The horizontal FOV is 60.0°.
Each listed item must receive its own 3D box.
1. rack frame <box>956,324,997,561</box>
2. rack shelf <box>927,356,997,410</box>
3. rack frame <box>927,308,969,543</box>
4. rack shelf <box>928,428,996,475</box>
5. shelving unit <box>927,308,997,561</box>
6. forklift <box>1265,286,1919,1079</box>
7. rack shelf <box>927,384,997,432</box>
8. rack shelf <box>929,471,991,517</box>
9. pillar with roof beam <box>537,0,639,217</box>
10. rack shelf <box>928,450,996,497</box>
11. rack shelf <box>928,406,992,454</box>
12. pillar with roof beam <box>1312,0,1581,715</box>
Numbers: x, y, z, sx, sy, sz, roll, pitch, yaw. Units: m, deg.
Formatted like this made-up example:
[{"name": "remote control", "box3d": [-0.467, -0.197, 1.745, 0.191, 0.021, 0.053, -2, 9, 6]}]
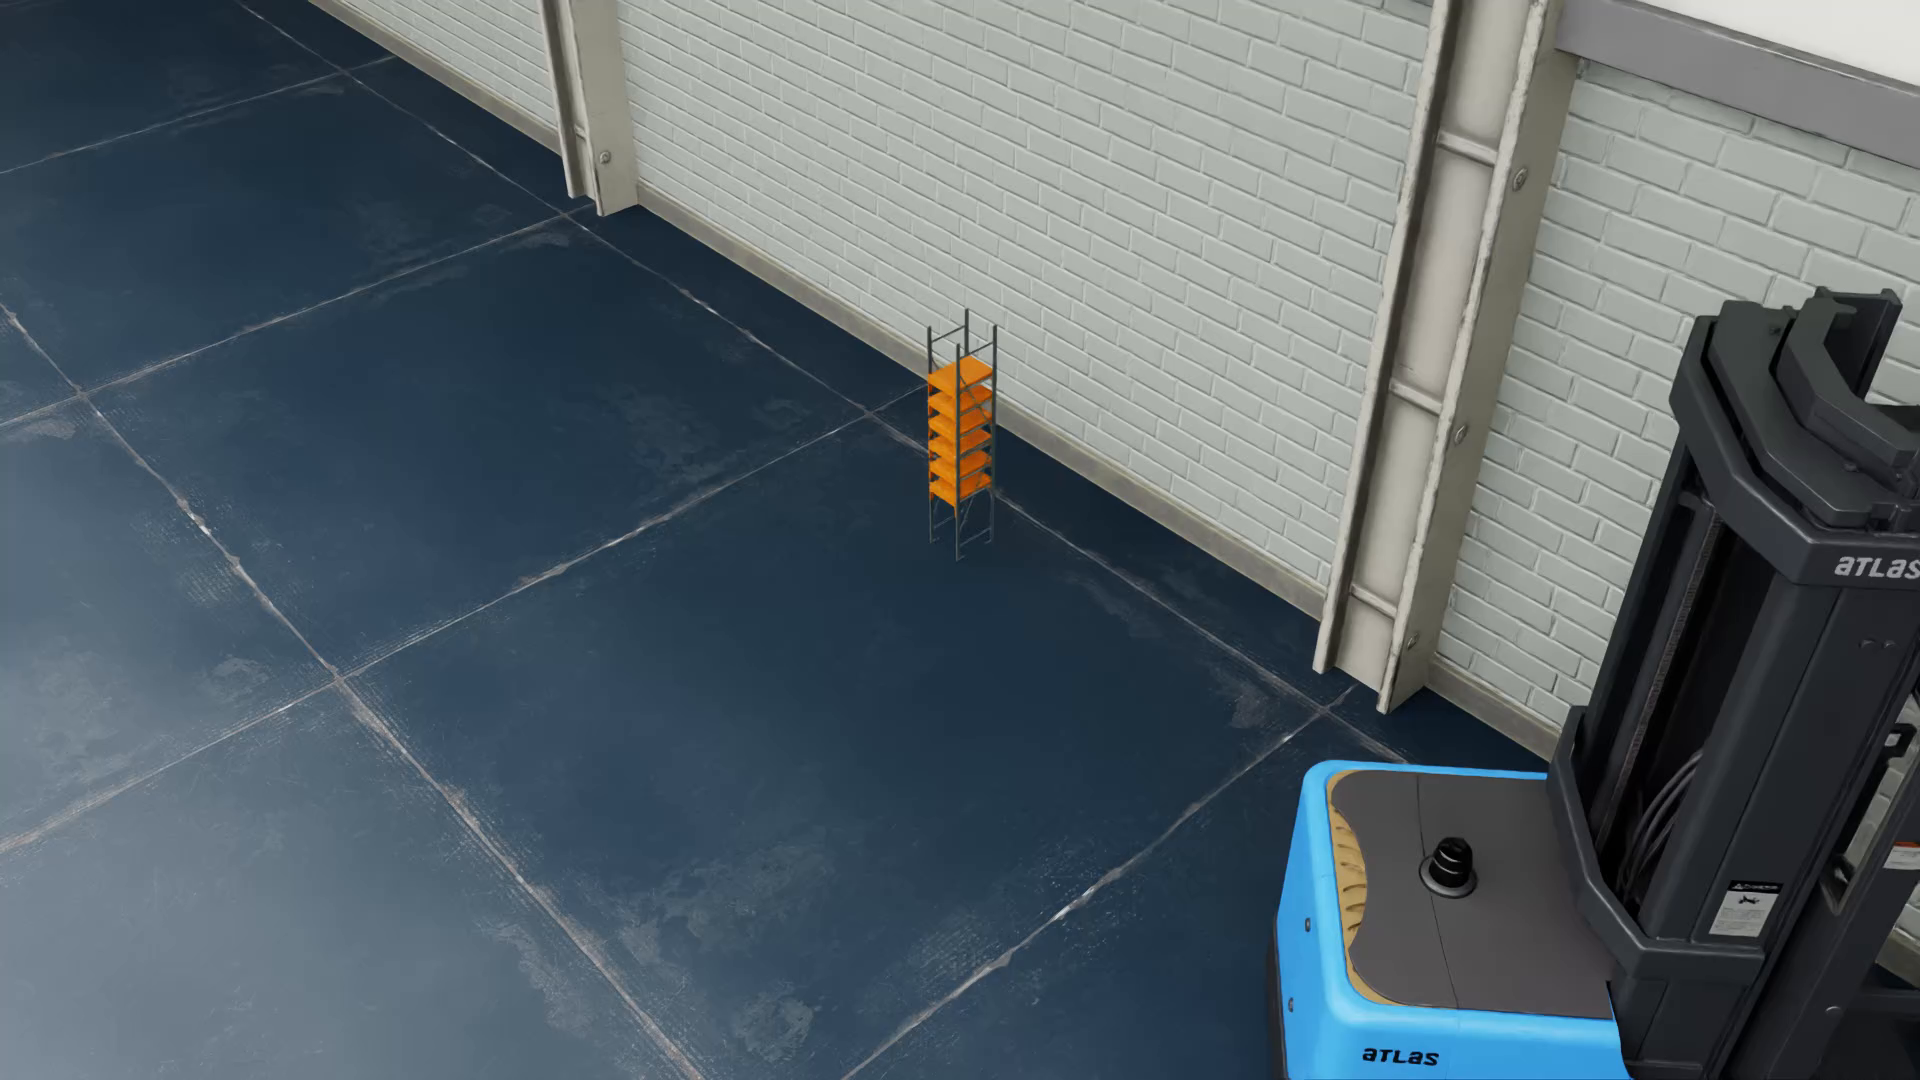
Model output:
[{"name": "rack frame", "box3d": [0.072, -0.418, 7.520, 0.240, 1.200, 0.006, -30, 48, -32]}, {"name": "rack shelf", "box3d": [0.010, -0.706, 7.374, 0.258, 0.103, 0.180, -30, 48, -32]}, {"name": "rack frame", "box3d": [-0.052, -0.502, 7.625, 0.240, 1.200, 0.006, -30, 48, -32]}, {"name": "rack shelf", "box3d": [0.010, -0.426, 7.600, 0.258, 0.103, 0.180, -30, 48, -32]}, {"name": "shelving unit", "box3d": [0.010, -0.460, 7.573, 0.258, 1.200, 0.189, -30, 48, -32]}, {"name": "forklift", "box3d": [2.567, 0.781, 4.658, 3.031, 2.935, 1.130, 3, 39, 4]}, {"name": "rack shelf", "box3d": [0.010, -0.612, 7.450, 0.258, 0.103, 0.180, -30, 48, -32]}, {"name": "rack shelf", "box3d": [0.010, -0.239, 7.751, 0.258, 0.103, 0.180, -30, 48, -32]}, {"name": "pillar with roof beam", "box3d": [-5.446, -3.862, 5.578, 9.100, 9.000, 0.400, -30, 48, -32]}, {"name": "rack shelf", "box3d": [0.010, -0.332, 7.676, 0.258, 0.103, 0.180, -30, 48, -32]}, {"name": "rack shelf", "box3d": [0.010, -0.519, 7.525, 0.258, 0.103, 0.180, -30, 48, -32]}, {"name": "pillar with roof beam", "box3d": [-1.388, -1.085, 2.140, 9.100, 9.000, 0.400, -30, 48, -32]}]
